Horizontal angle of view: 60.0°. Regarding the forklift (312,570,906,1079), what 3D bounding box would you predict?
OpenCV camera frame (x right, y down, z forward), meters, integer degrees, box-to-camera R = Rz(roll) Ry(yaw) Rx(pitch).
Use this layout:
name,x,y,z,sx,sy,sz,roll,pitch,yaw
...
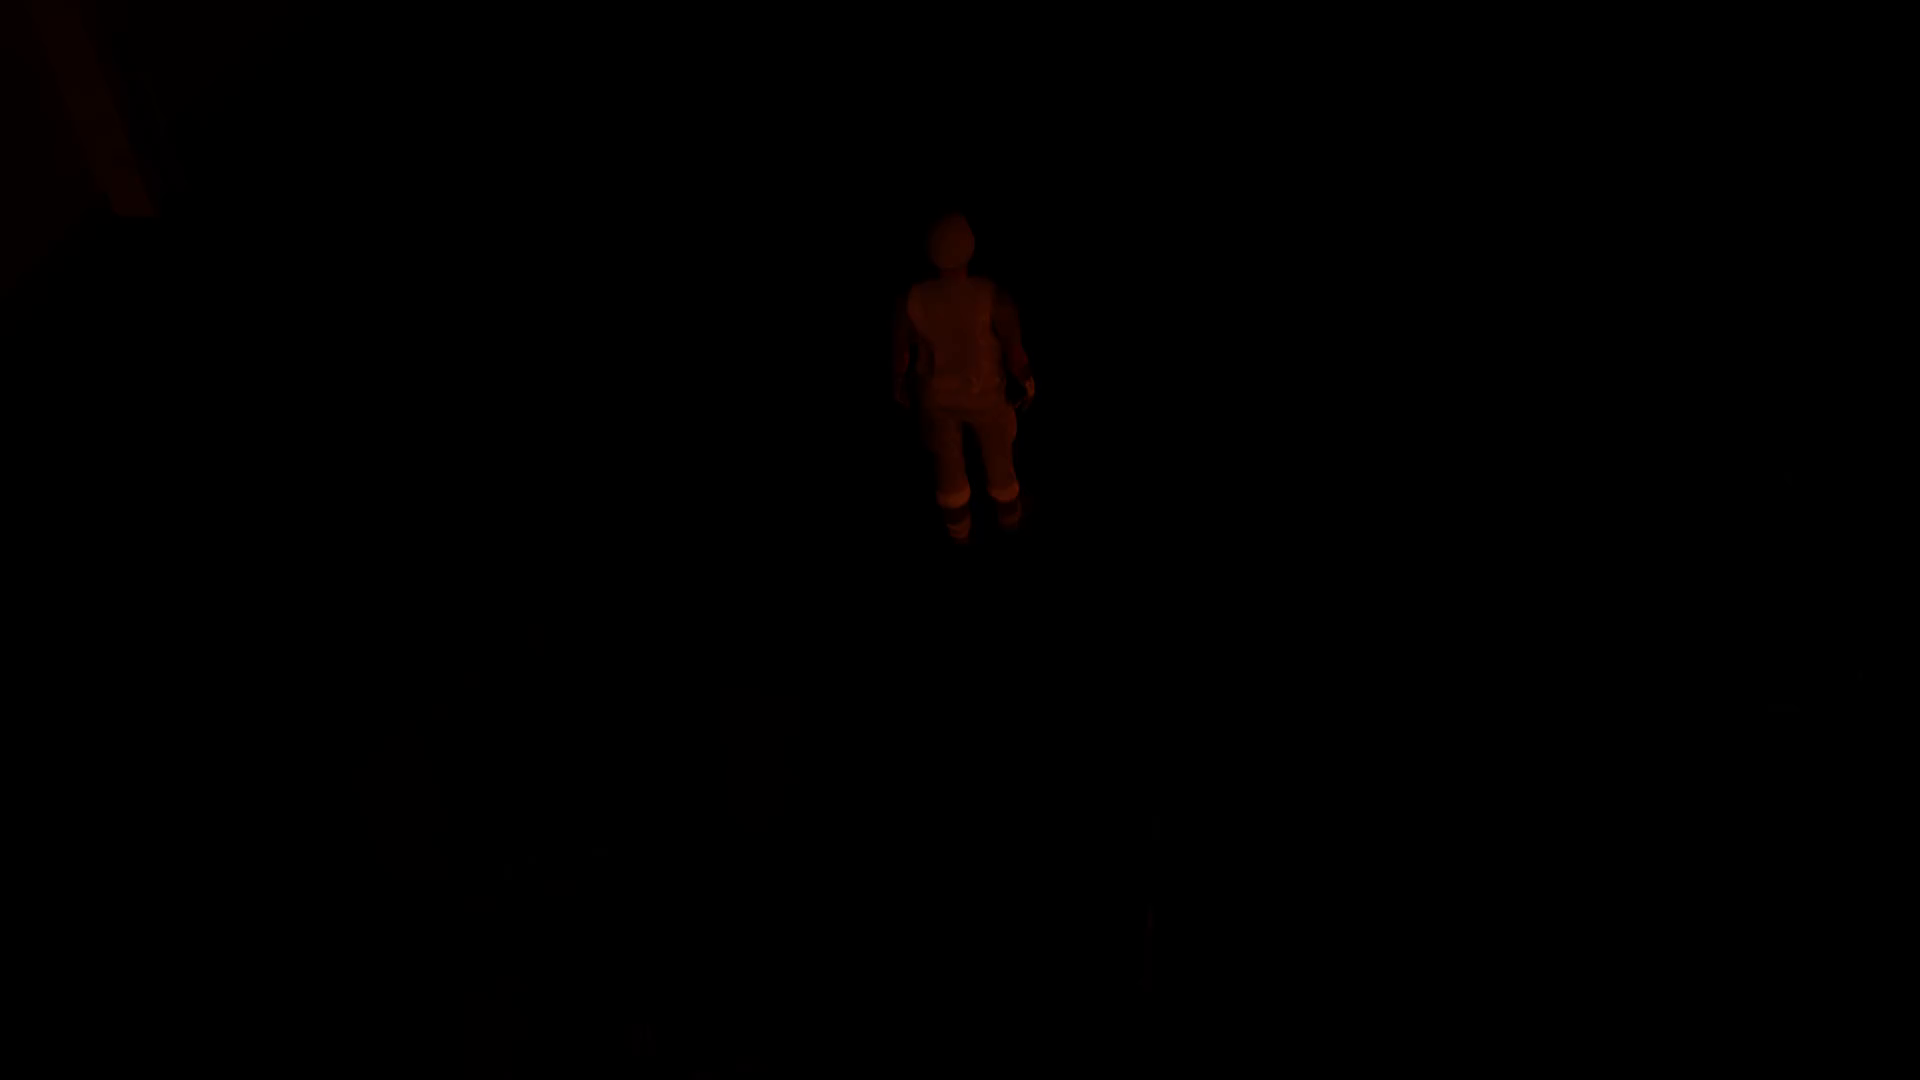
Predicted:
name,x,y,z,sx,sy,sz,roll,pitch,yaw
forklift,-0.701,1.628,3.952,1.130,2.935,3.031,-8,43,-9

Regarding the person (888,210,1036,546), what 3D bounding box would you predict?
name,x,y,z,sx,sy,sz,roll,pitch,yaw
person,0.022,-0.717,7.339,0.637,1.787,0.563,5,43,6
